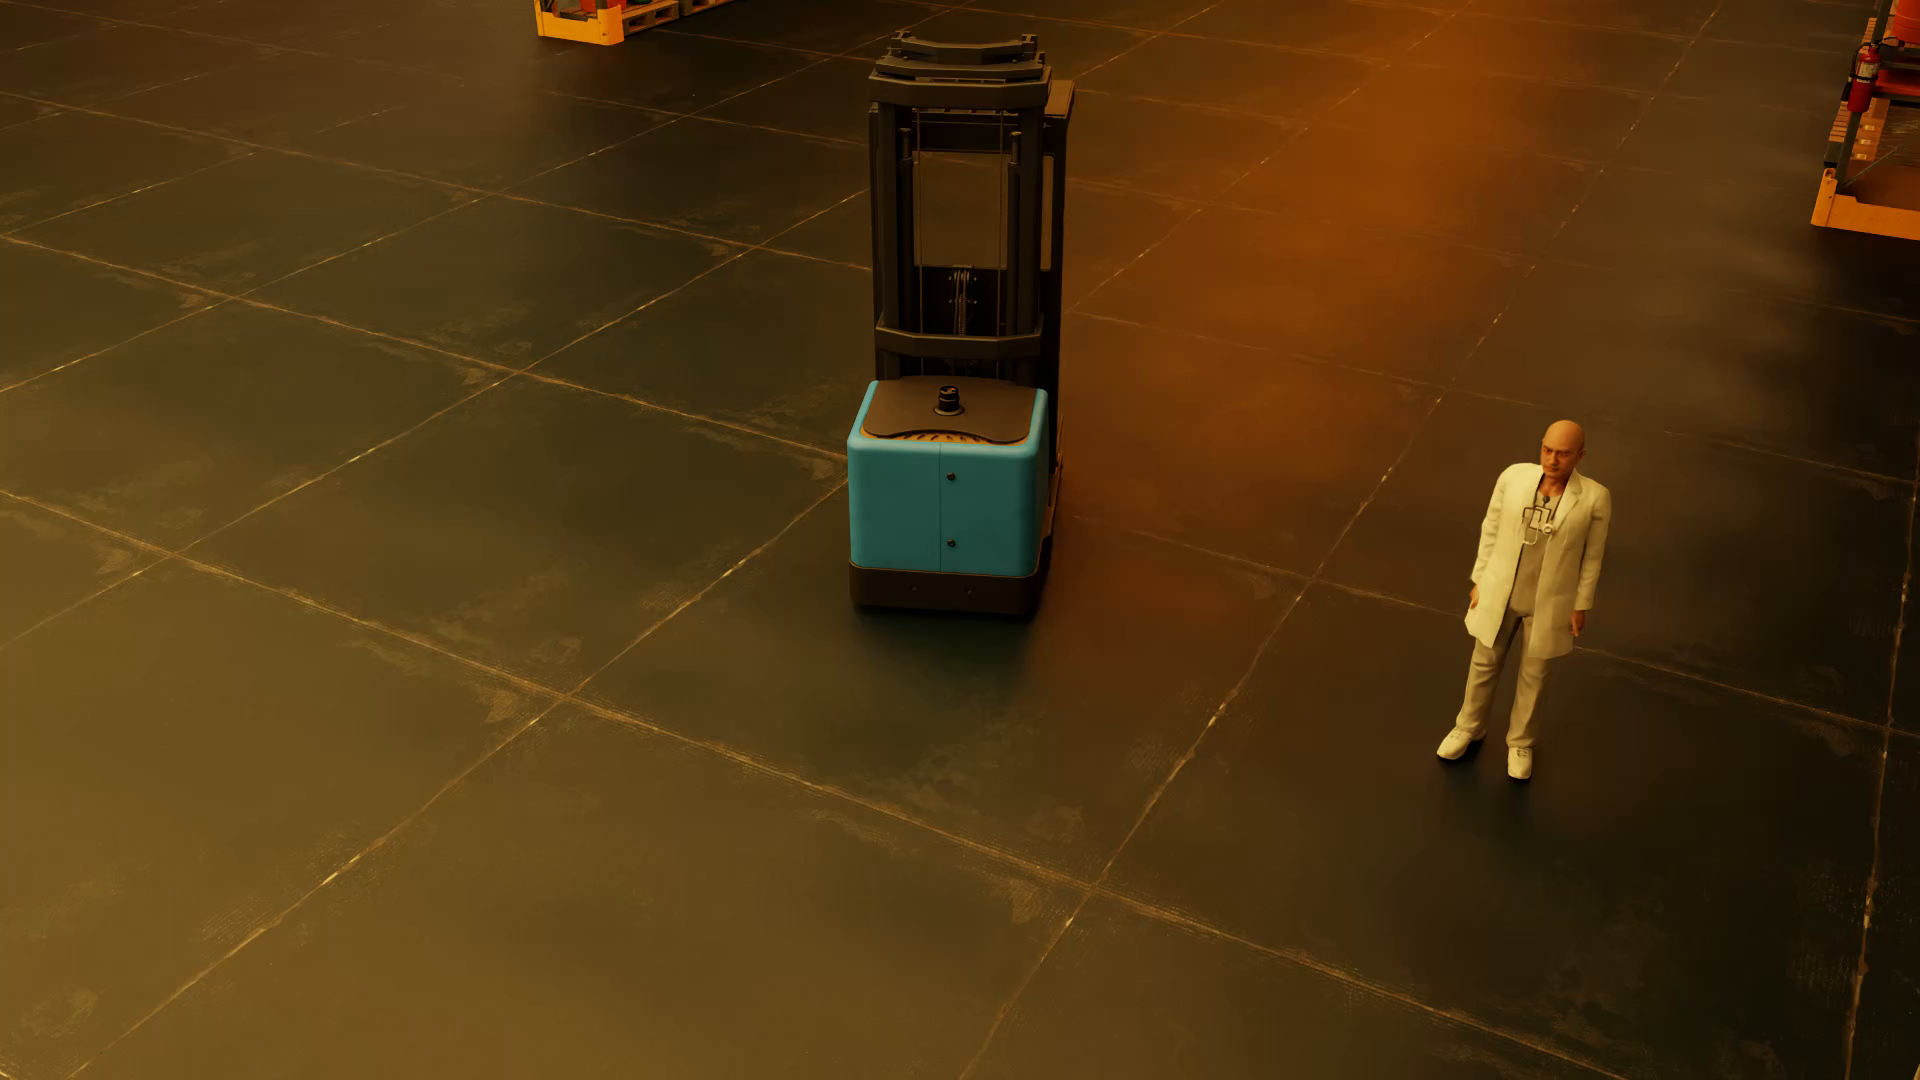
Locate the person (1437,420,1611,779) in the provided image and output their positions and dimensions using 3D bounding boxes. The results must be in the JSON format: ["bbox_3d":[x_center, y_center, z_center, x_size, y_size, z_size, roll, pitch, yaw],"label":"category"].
[{"bbox_3d":[2.638,0.283,7.731,0.551,1.782,0.392,15,33,25],"label":"person"}]

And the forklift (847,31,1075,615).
[{"bbox_3d":[0.072,-1.572,9.794,1.130,2.935,3.031,3,30,6],"label":"forklift"}]
